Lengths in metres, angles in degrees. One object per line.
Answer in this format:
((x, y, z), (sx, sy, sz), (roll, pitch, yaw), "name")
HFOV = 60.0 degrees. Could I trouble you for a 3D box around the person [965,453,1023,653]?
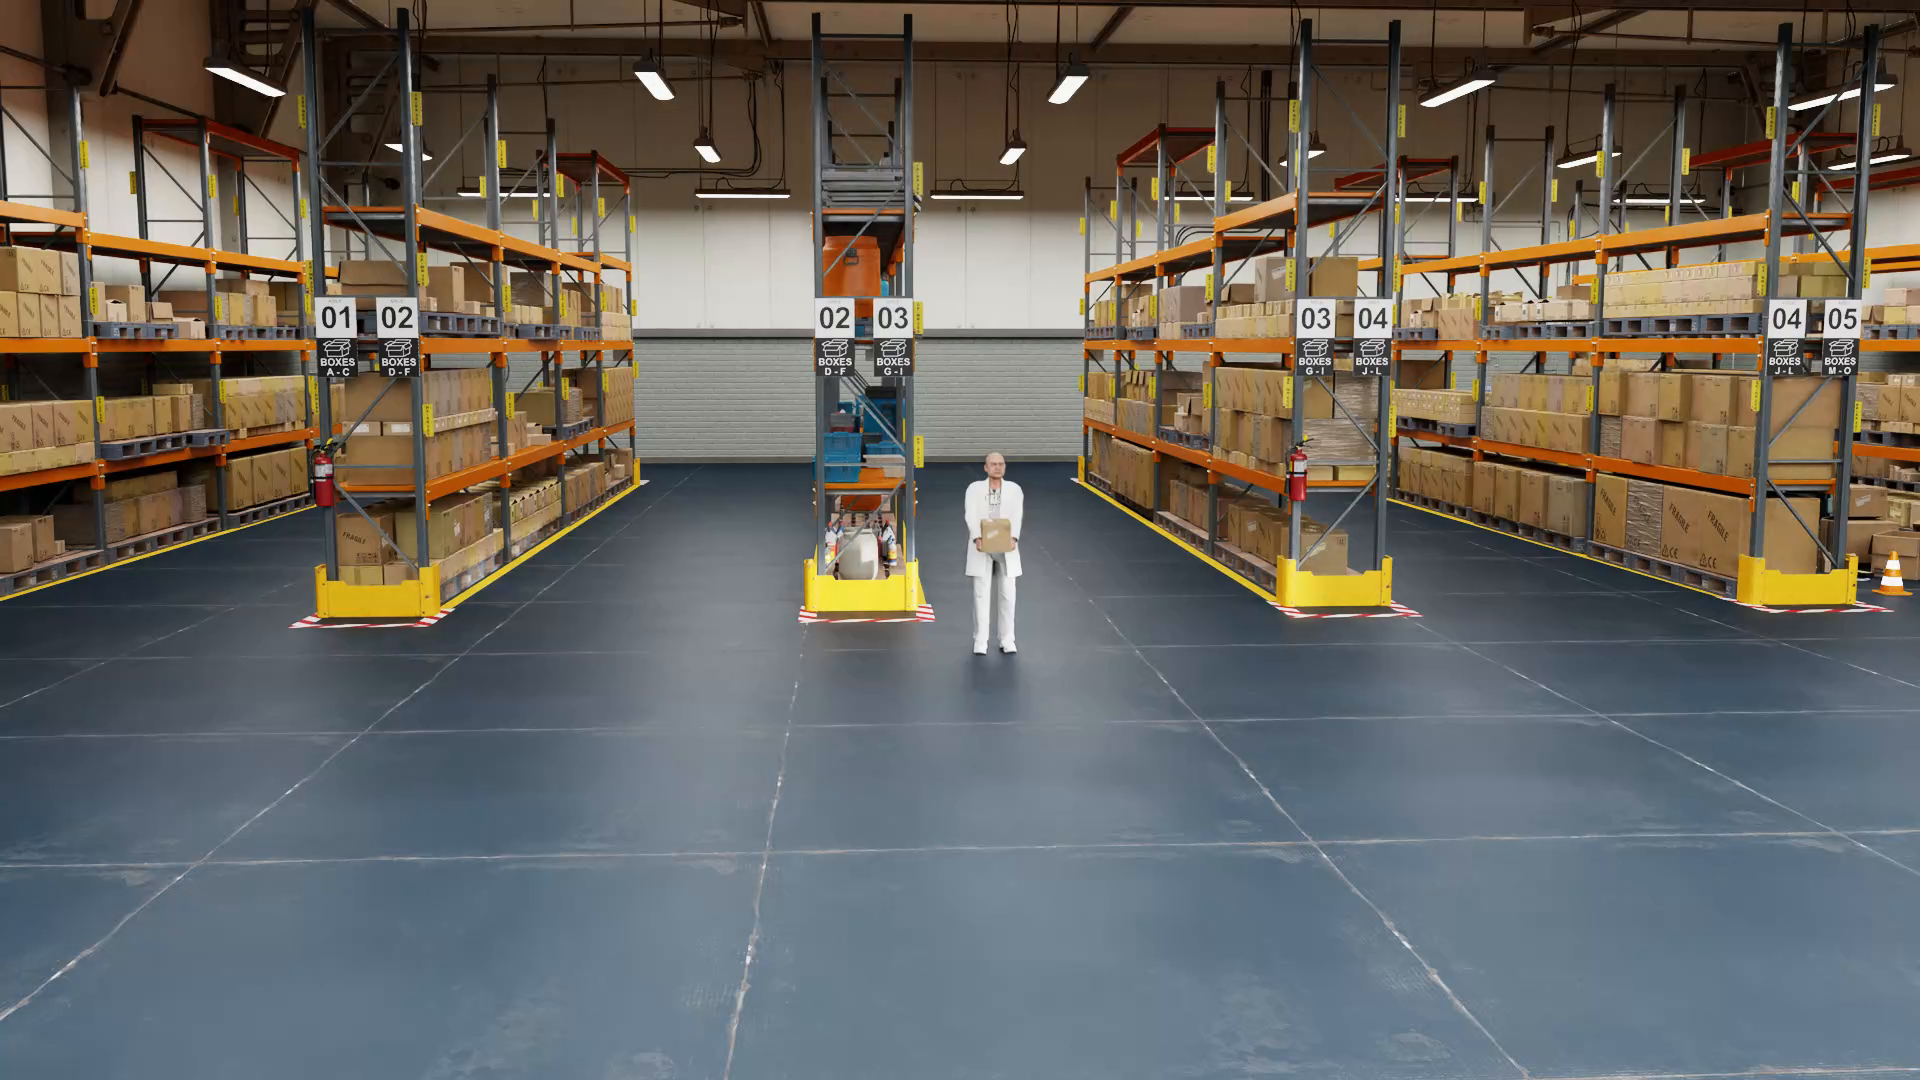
((0.313, 0.119, 14.796), (0.527, 1.771, 0.553), (0, 7, -4), "person")
